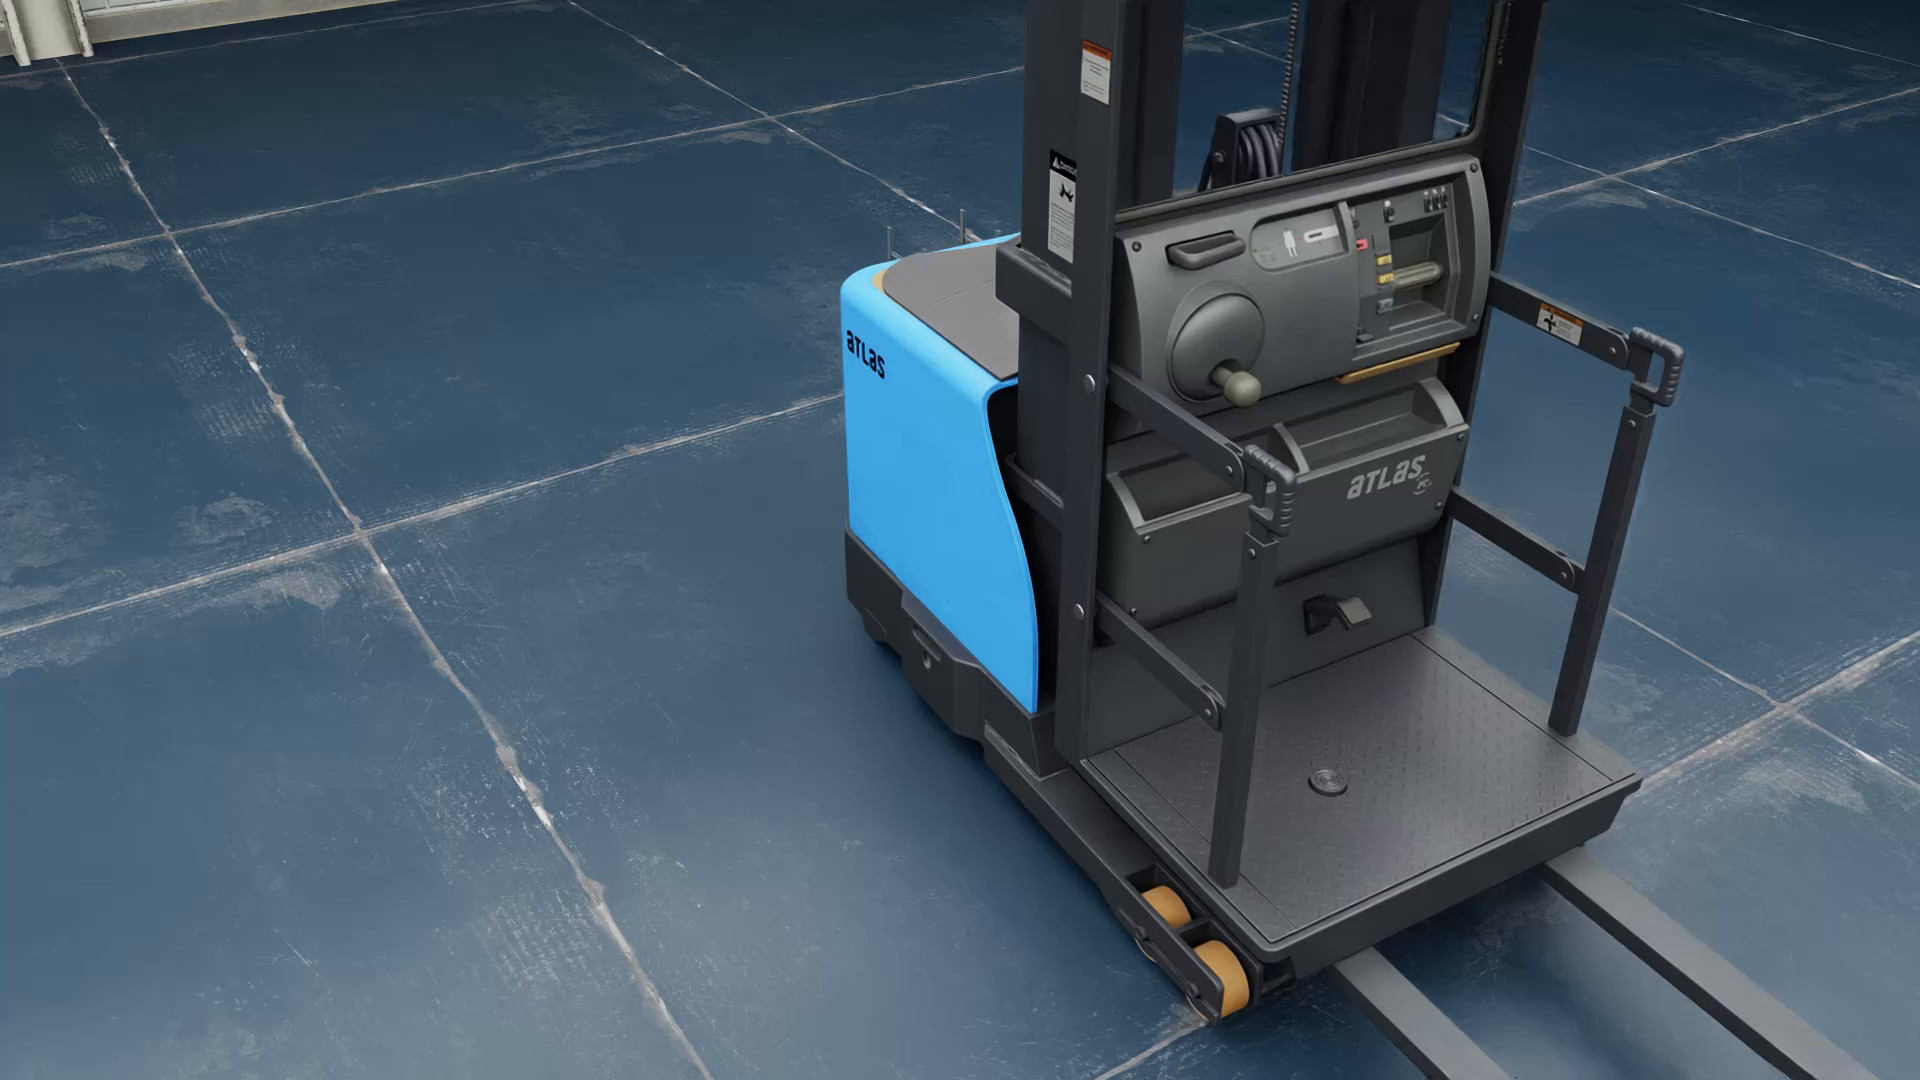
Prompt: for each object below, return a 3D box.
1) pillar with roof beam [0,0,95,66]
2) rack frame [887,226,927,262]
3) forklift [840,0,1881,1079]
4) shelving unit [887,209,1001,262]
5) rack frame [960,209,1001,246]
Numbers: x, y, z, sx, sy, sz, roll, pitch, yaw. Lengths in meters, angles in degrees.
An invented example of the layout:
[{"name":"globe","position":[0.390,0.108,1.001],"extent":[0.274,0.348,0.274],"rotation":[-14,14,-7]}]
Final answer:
[{"name":"pillar with roof beam","position":[-2.996,-4.730,4.315],"extent":[0.400,9.000,9.100],"rotation":[-19,37,-27]},{"name":"rack frame","position":[-0.148,-0.393,4.889],"extent":[0.008,1.050,0.200],"rotation":[-19,37,-27]},{"name":"forklift","position":[0.841,-0.484,3.270],"extent":[1.130,2.935,3.031],"rotation":[-17,36,-25]},{"name":"shelving unit","position":[-0.045,-0.429,4.945],"extent":[0.252,1.050,0.215],"rotation":[-19,37,-27]},{"name":"rack frame","position":[0.058,-0.464,5.001],"extent":[0.008,1.050,0.200],"rotation":[-19,37,-27]}]
